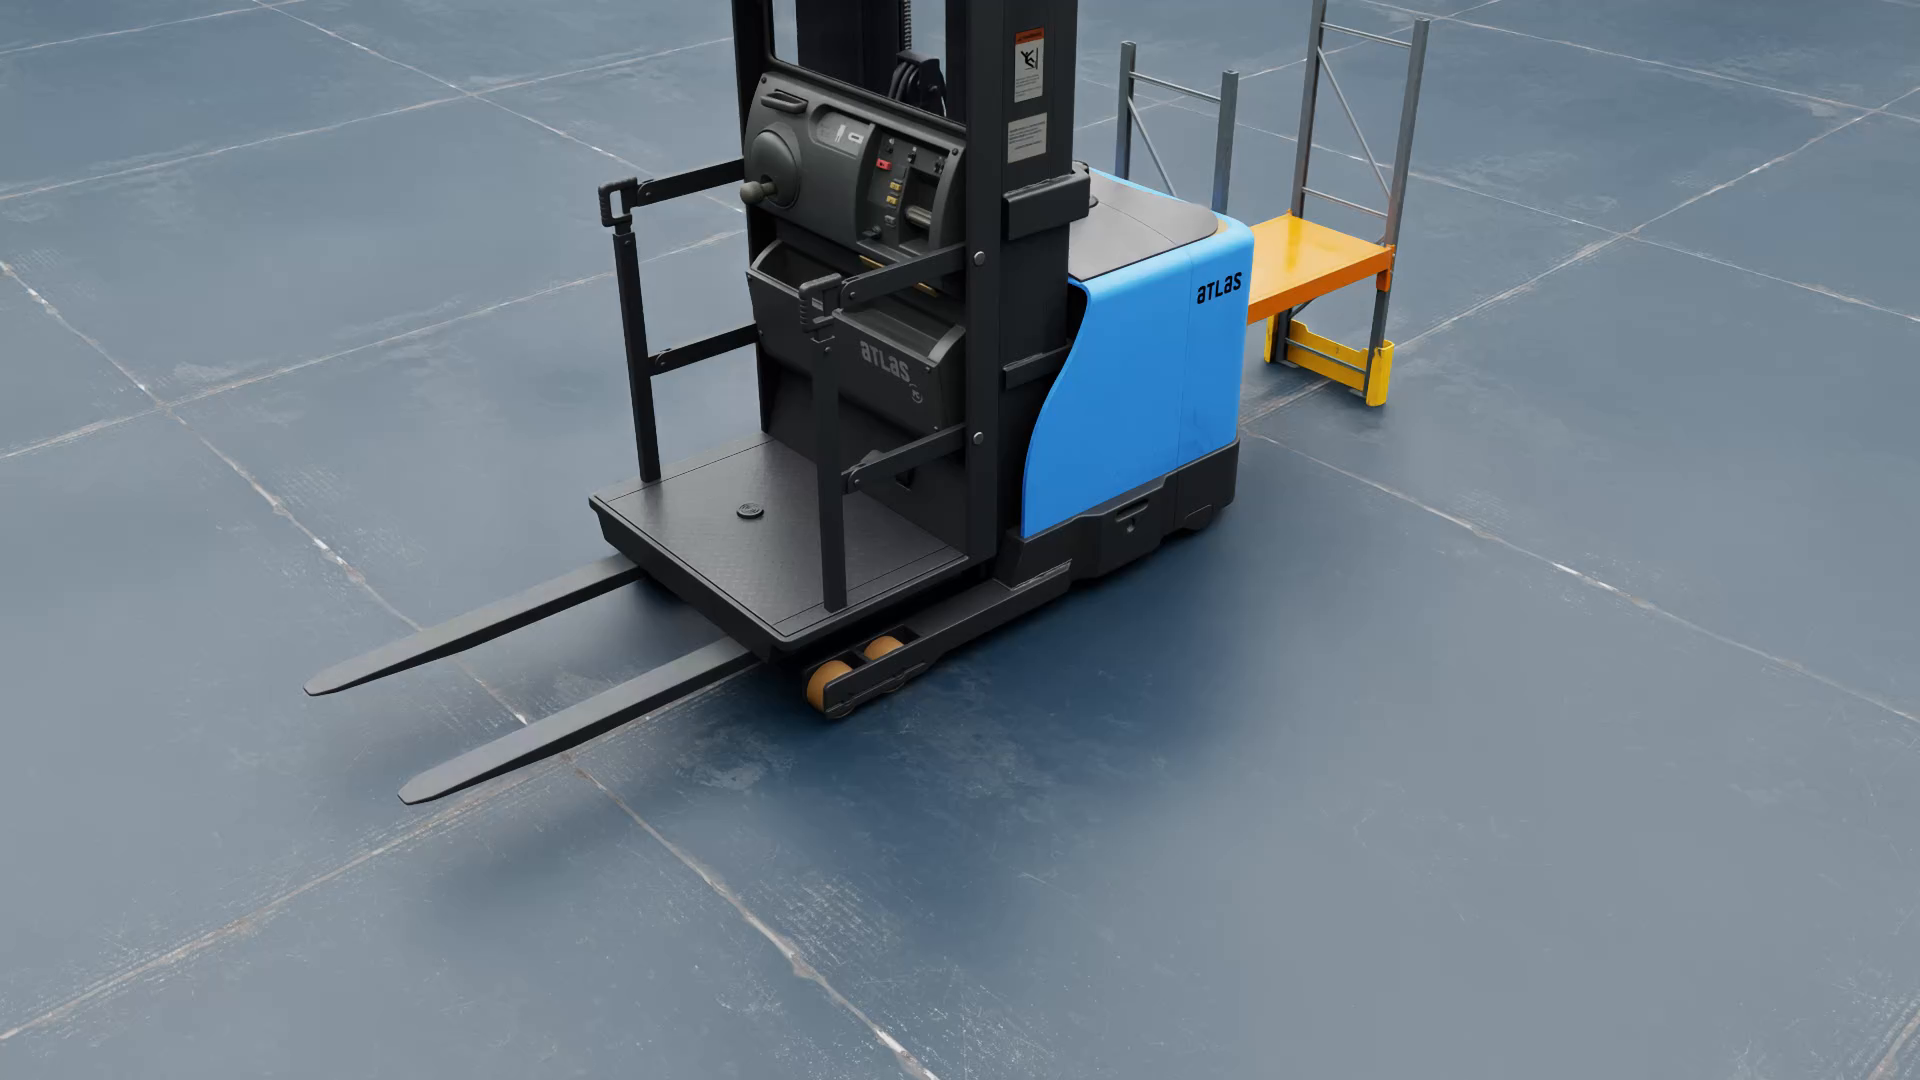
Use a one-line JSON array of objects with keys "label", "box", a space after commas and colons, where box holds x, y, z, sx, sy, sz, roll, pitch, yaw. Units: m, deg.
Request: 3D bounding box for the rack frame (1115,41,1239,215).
[{"label": "rack frame", "box": [0.720, -0.952, 5.870, 0.032, 1.500, 0.500, -24, 39, -34]}]

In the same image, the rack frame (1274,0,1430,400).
[{"label": "rack frame", "box": [1.492, -1.298, 6.434, 0.032, 1.500, 0.500, -24, 39, -34]}]

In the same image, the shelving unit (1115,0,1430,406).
[{"label": "shelving unit", "box": [1.113, -1.128, 6.157, 1.083, 1.500, 0.587, -24, 39, -34]}]

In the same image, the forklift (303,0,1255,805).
[{"label": "forklift", "box": [-0.478, -1.036, 4.634, 3.031, 2.935, 1.130, -24, 39, -34]}]

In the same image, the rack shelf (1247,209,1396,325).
[{"label": "rack shelf", "box": [1.106, -0.971, 6.246, 1.000, 0.185, 0.538, -24, 39, -34]}]

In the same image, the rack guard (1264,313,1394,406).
[{"label": "rack guard", "box": [1.491, -0.764, 6.760, 0.087, 0.250, 0.587, -24, 39, -34]}]
